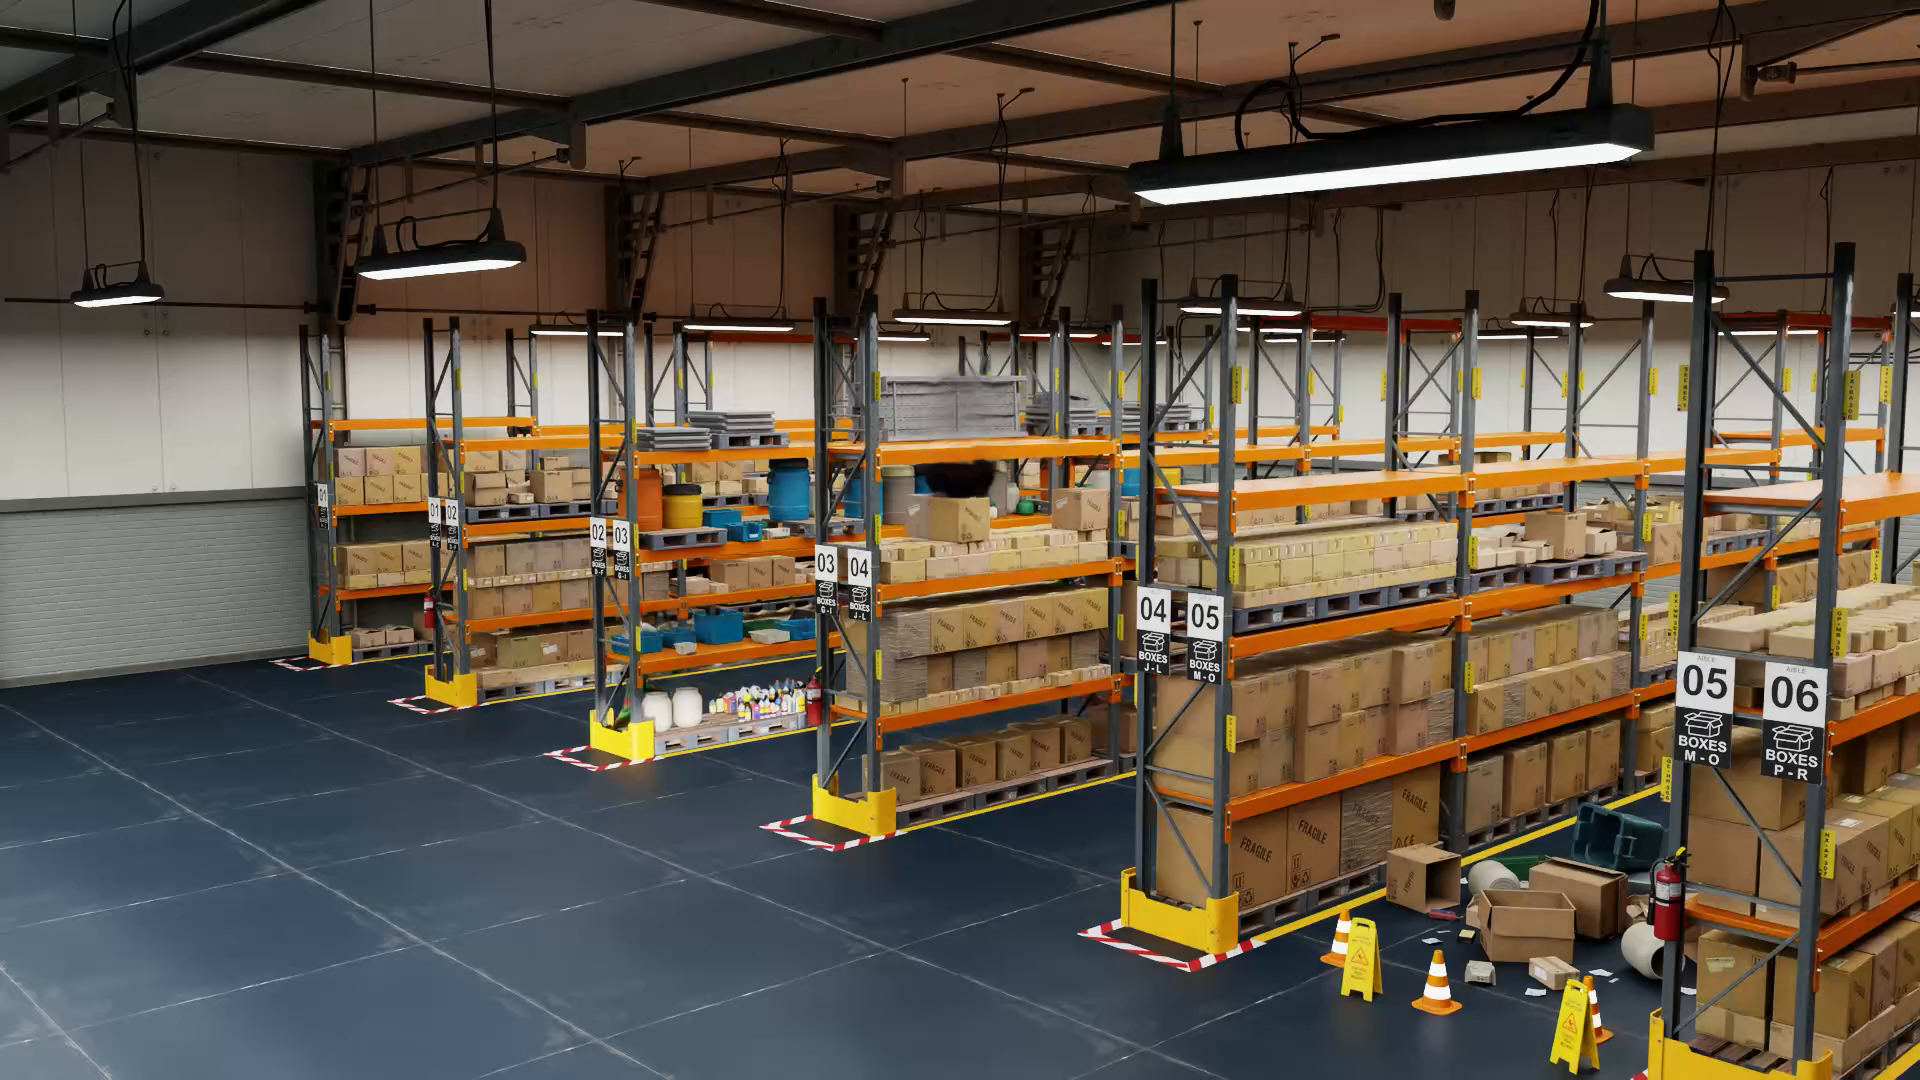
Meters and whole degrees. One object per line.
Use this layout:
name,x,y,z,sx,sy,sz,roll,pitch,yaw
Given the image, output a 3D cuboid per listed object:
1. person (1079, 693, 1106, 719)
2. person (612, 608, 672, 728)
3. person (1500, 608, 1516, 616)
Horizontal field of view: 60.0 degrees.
person,1.863,1.892,24.418,0.567,1.641,0.563,4,7,37
person,-4.697,1.810,24.414,1.131,1.764,0.667,-6,8,-44
person,8.312,1.804,25.156,0.599,1.608,0.829,5,8,41
